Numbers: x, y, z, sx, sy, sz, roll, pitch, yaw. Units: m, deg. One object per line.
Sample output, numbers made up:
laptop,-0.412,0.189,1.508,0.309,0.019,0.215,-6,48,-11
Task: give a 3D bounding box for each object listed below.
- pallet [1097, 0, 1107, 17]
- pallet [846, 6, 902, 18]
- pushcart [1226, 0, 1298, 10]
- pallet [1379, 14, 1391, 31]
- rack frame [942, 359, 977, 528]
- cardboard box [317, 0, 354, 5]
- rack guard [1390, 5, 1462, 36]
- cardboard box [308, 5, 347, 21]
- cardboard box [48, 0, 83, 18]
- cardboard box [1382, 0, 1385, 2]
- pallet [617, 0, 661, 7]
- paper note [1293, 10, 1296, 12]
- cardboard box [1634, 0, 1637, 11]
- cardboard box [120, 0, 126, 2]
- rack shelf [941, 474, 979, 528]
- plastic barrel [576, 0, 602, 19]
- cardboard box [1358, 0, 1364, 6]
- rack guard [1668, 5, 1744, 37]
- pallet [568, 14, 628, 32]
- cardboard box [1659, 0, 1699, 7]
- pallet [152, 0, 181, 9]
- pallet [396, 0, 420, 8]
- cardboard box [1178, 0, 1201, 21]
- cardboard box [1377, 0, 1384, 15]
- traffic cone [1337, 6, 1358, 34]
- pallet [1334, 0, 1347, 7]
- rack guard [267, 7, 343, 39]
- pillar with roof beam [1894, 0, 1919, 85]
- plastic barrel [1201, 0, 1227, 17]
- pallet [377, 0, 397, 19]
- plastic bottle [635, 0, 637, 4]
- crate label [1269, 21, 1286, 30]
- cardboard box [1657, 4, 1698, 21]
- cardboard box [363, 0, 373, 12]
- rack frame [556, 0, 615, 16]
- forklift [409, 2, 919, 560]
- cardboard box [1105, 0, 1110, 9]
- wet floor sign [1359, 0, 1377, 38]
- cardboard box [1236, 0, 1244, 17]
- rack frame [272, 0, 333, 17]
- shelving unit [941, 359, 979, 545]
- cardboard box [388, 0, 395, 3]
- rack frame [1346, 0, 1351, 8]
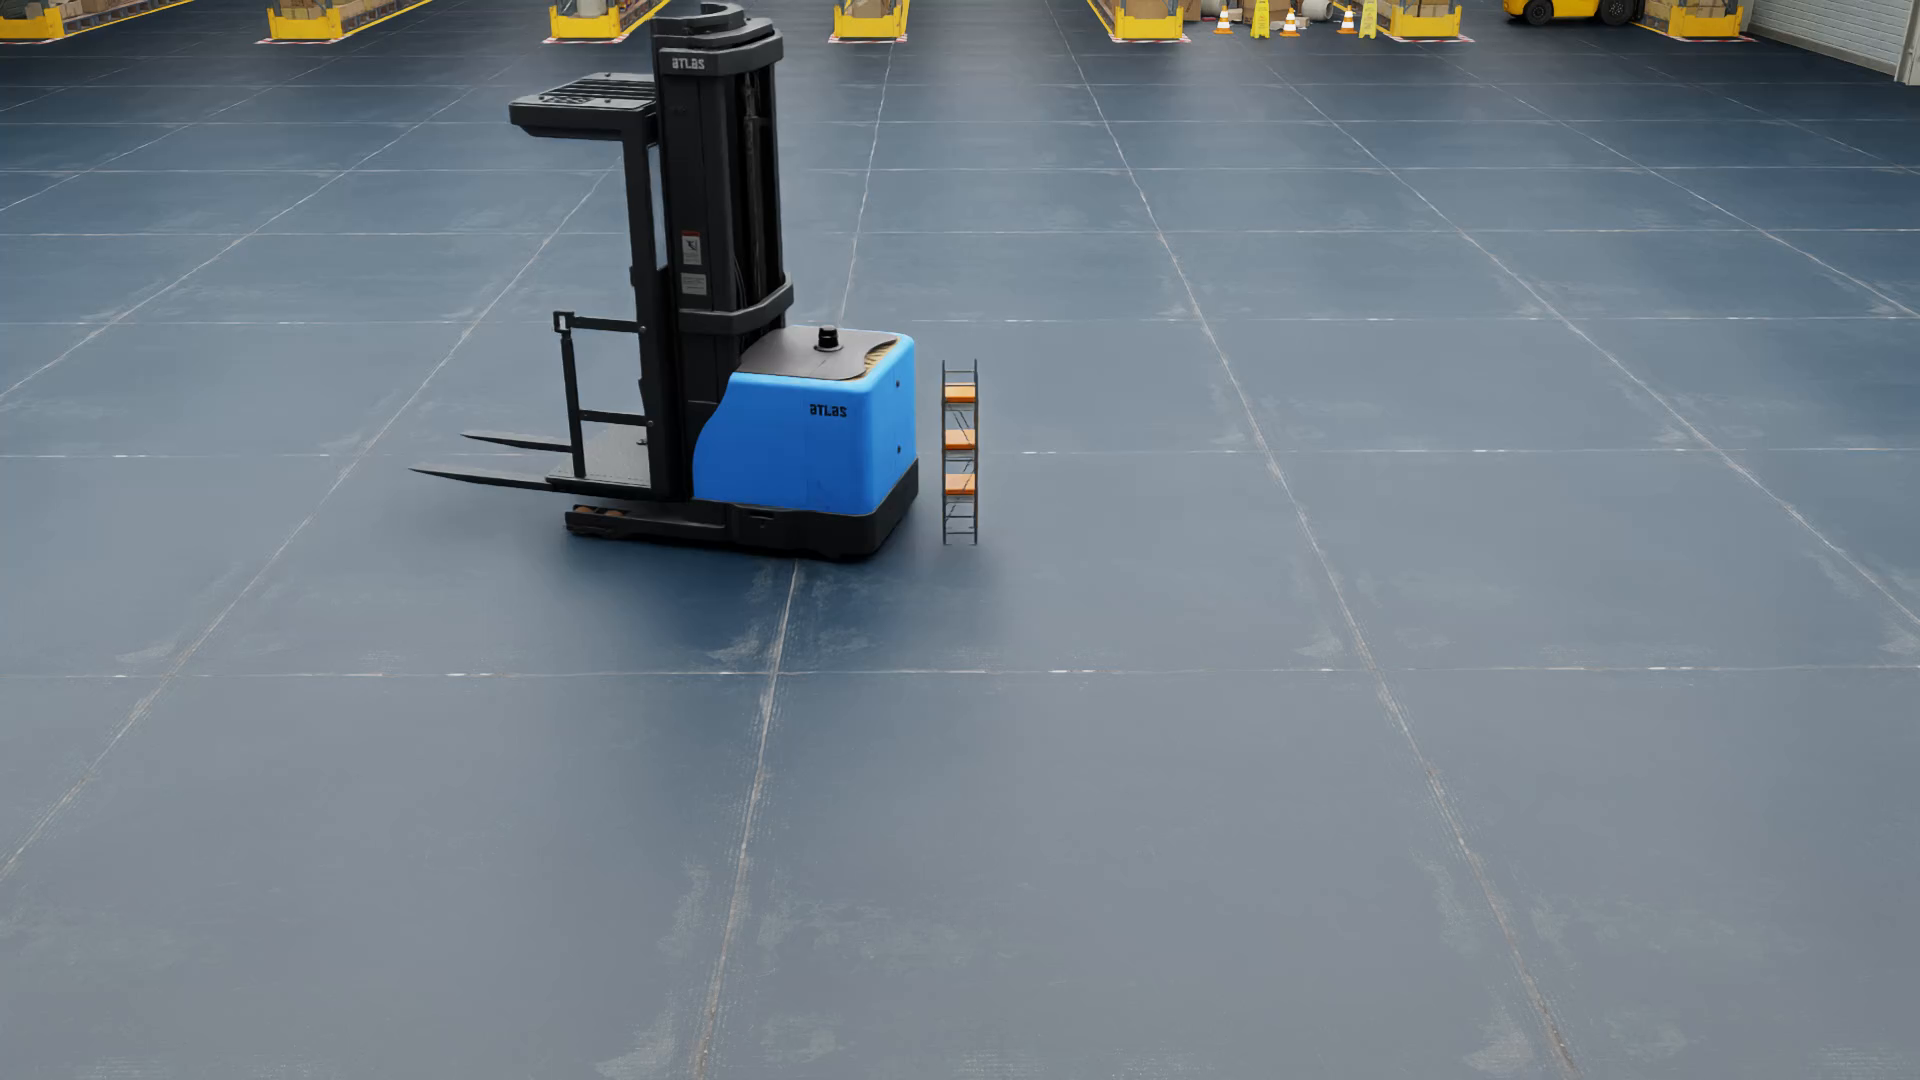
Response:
pallet,3.217,-10.349,32.376,1.003,0.211,1.213,0,24,-1
pallet,-1.615,-9.901,31.386,1.003,0.211,1.213,0,24,-1
pushcart,5.956,-10.771,33.108,1.648,0.377,0.936,-9,26,-19
pallet,8.304,-9.444,30.376,1.003,0.211,1.213,0,24,-1
rack frame,-0.002,-0.551,9.694,0.200,1.050,0.008,0,24,-1
cardboard box,-11.327,-9.969,30.070,0.500,0.500,0.500,0,24,-1
rack guard,8.278,-9.241,29.576,1.175,0.500,0.348,0,24,-1
cardboard box,-11.320,-9.422,29.769,0.500,0.250,0.500,0,24,-1
cardboard box,-16.413,-9.733,30.359,0.500,0.311,0.500,2,24,4
cardboard box,8.000,-10.173,30.520,0.500,0.500,0.500,1,24,1
pallet,-6.674,-10.983,33.778,1.003,0.211,1.213,0,24,-1
paper note,6.535,-10.418,32.748,0.148,0.019,0.142,0,24,-1
cardboard box,12.901,-10.128,31.331,0.500,0.250,0.500,1,24,1
cardboard box,-16.498,-10.575,32.396,0.380,0.166,0.250,-3,25,-7
rack shelf,-0.001,-0.238,9.701,0.215,0.259,0.240,0,24,-1
plastic barrel,-6.667,-9.611,29.869,0.421,0.512,0.421,0,24,0
cardboard box,7.989,-10.471,32.089,0.500,0.250,0.500,1,24,2
rack guard,13.242,-9.224,29.537,1.175,0.500,0.348,0,24,-1
pallet,-6.635,-9.377,30.227,1.003,0.211,1.213,0,24,-1
cardboard box,12.924,-9.738,29.862,0.500,0.250,0.500,-1,24,-1
pallet,-16.543,-10.936,33.674,1.003,0.211,1.213,0,24,-1
pallet,-11.627,-10.942,33.688,1.003,0.211,1.213,0,24,-1
cardboard box,4.330,-10.160,31.605,0.500,0.500,0.500,4,25,9
cardboard box,8.003,-9.833,30.677,0.500,0.250,0.500,0,24,0
traffic cone,6.984,-9.364,29.893,0.336,0.463,0.334,0,24,-1
pallet,8.225,-11.047,33.920,1.003,0.211,1.213,0,24,-1
rack guard,-11.536,-9.112,29.291,1.175,0.500,0.348,0,24,-1
pillar with roof beam,9.897,-10.905,22.942,9.100,9.000,0.400,0,24,-1
plastic barrel,4.833,-10.299,32.007,0.512,0.421,0.421,19,30,35
pallet,-11.613,-10.311,32.292,1.003,0.211,1.213,0,24,-1
plastic bottle,-6.286,-10.483,32.050,0.061,0.283,0.133,1,24,3
crate label,5.807,-9.394,30.355,0.250,0.136,0.298,-14,28,-28
cardboard box,12.921,-9.503,29.949,0.500,0.250,0.500,0,24,0
cardboard box,-11.334,-10.040,31.135,0.500,0.250,0.500,0,24,-1
rack frame,-6.583,-10.282,28.844,1.000,3.000,0.127,0,24,-1
forklift,-1.829,-1.544,9.606,3.031,2.935,1.130,6,25,14
cardboard box,3.237,-10.525,31.451,0.875,0.875,0.875,0,24,0
wet floor sign,7.211,-9.193,29.293,0.267,0.644,0.232,8,26,18
cardboard box,5.710,-10.371,31.905,0.797,0.637,0.503,0,24,-1
rack frame,-11.536,-10.261,28.798,1.000,3.000,0.127,0,24,-1
shelving unit,-0.001,-0.500,9.582,0.215,1.050,0.252,0,24,-1
cardboard box,-11.356,-10.658,32.502,0.500,0.250,0.500,0,24,-1
rack frame,8.235,-11.997,32.636,1.000,3.000,0.127,0,24,-1
